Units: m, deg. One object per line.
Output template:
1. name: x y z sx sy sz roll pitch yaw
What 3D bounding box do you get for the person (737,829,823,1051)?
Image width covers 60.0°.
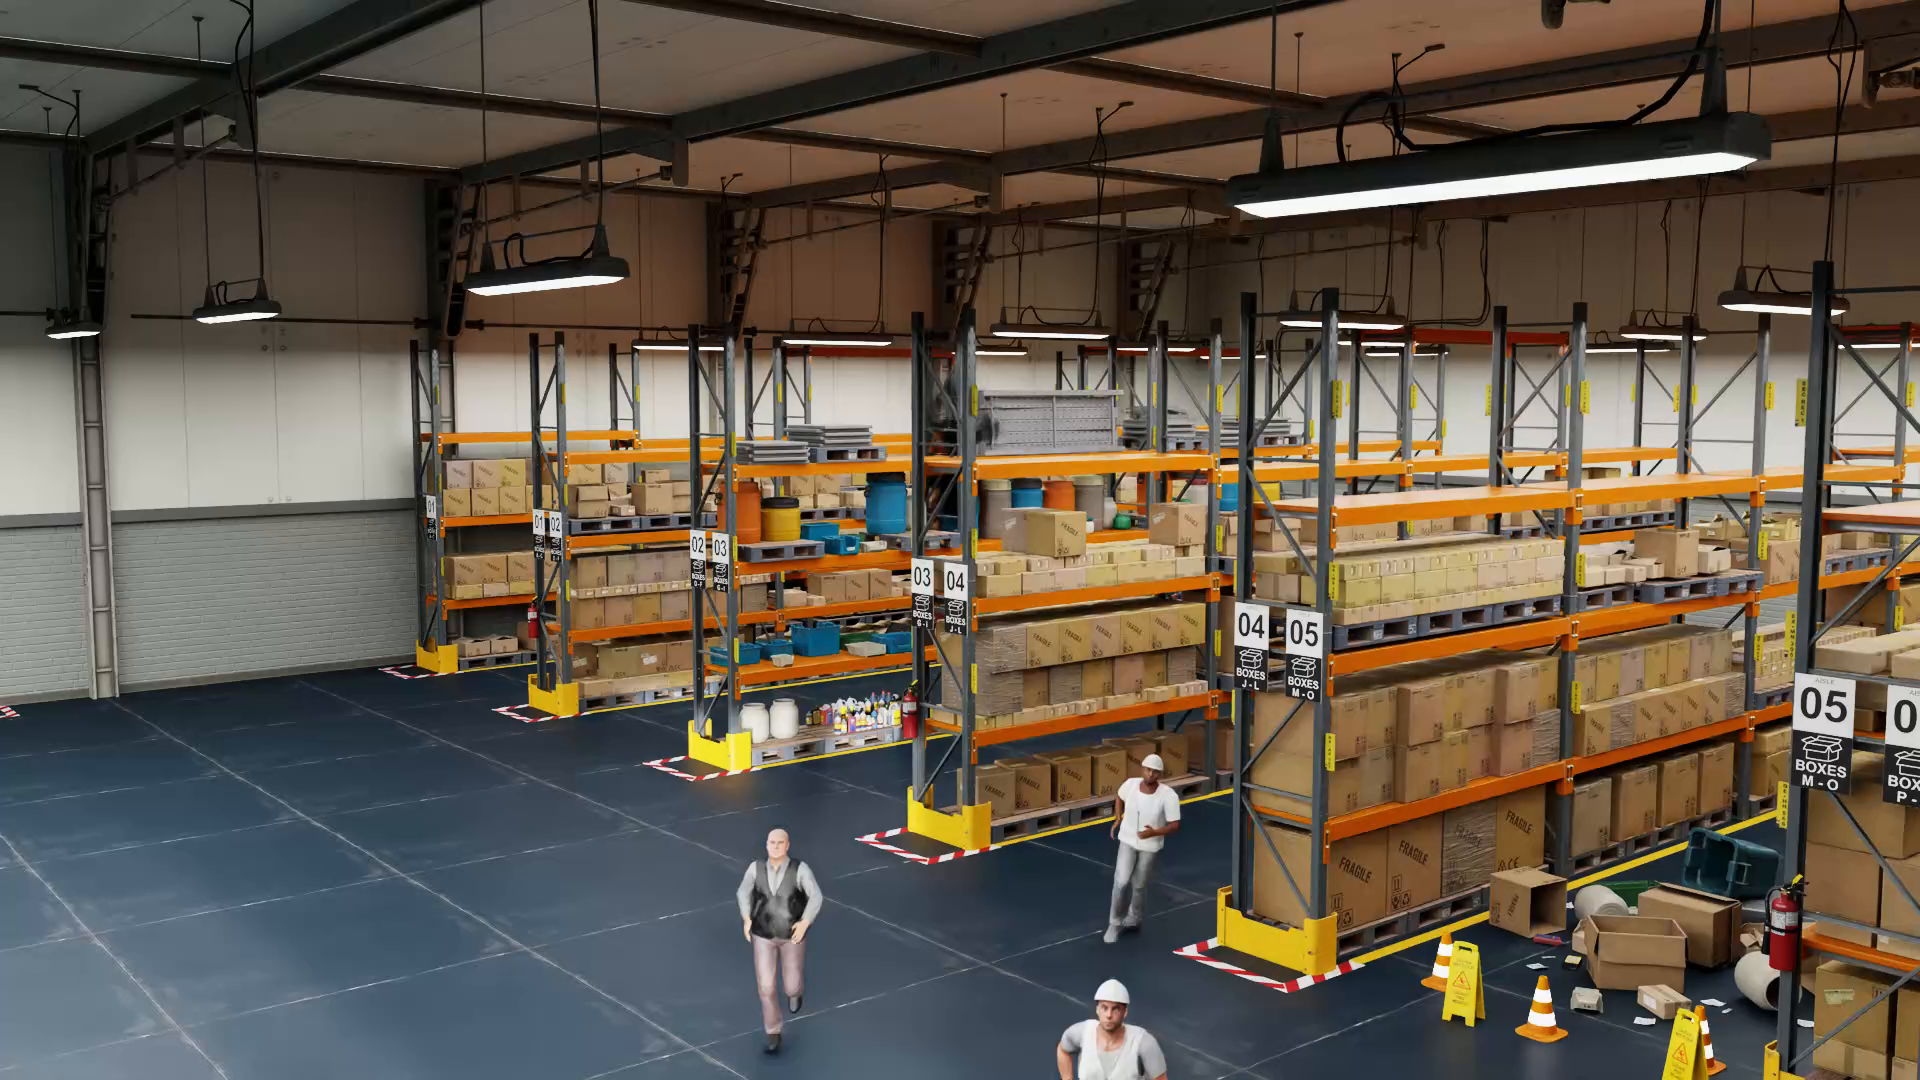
1. person: -1.431 3.108 13.159 0.695 1.685 0.771 0 5 2

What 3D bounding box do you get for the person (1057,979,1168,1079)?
1. person: 0.869 3.410 9.533 0.642 1.814 0.738 1 5 5

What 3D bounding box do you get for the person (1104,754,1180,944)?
1. person: 1.722 2.875 15.530 0.690 1.797 0.695 2 6 17
